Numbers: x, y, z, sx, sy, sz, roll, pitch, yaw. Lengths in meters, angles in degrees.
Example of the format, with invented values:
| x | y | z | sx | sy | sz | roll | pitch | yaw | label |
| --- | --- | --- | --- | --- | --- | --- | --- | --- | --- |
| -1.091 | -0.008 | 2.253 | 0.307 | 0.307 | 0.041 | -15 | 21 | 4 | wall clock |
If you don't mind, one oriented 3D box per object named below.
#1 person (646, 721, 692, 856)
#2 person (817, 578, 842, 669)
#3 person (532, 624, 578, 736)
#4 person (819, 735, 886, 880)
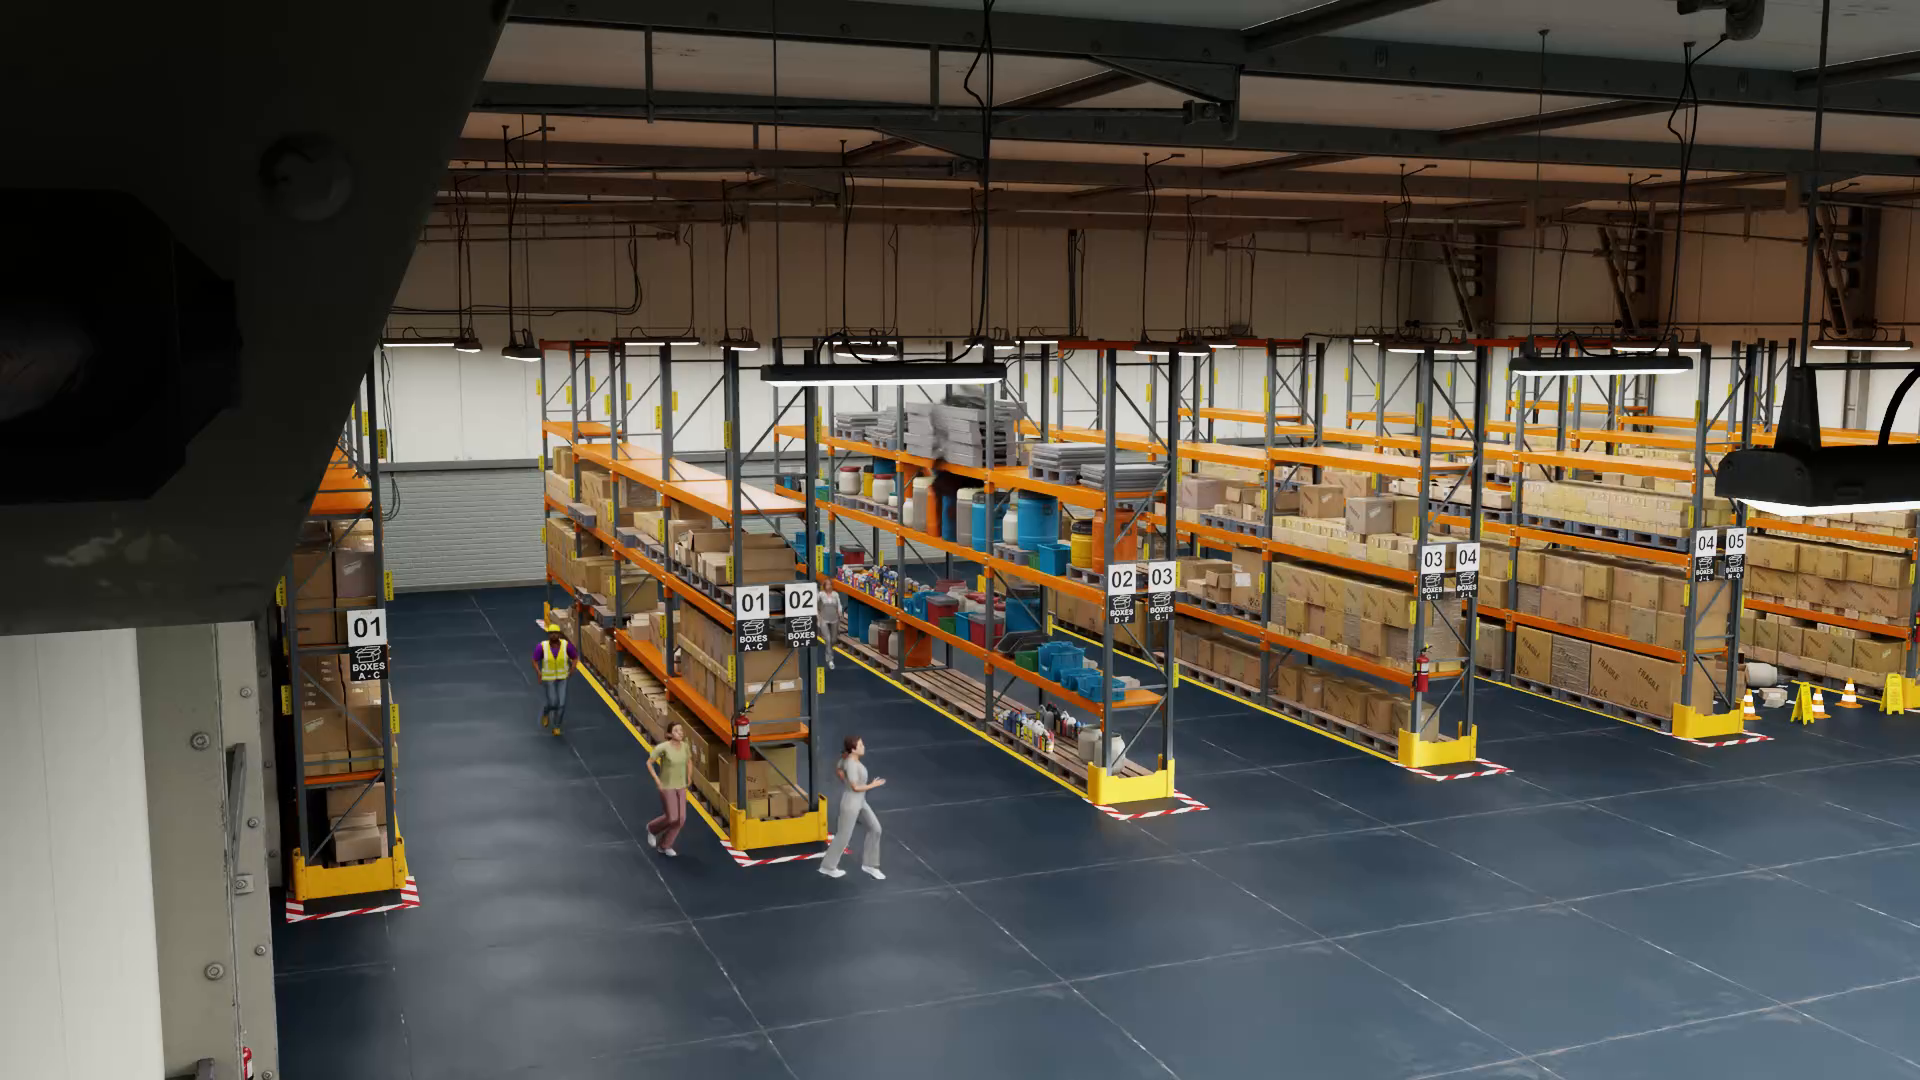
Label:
| x | y | z | sx | sy | sz | roll | pitch | yaw | label |
| --- | --- | --- | --- | --- | --- | --- | --- | --- | --- |
| -3.434 | 2.956 | 19.912 | 0.588 | 1.613 | 0.535 | -7 | 10 | -43 | person |
| -2.341 | 1.459 | 29.430 | 0.541 | 1.572 | 0.628 | -2 | 8 | -17 | person |
| -6.232 | 2.147 | 25.690 | 0.688 | 1.733 | 0.622 | -3 | 8 | -20 | person |
| -1.223 | 3.047 | 18.887 | 0.762 | 1.704 | 0.559 | 1 | 7 | 7 | person |
